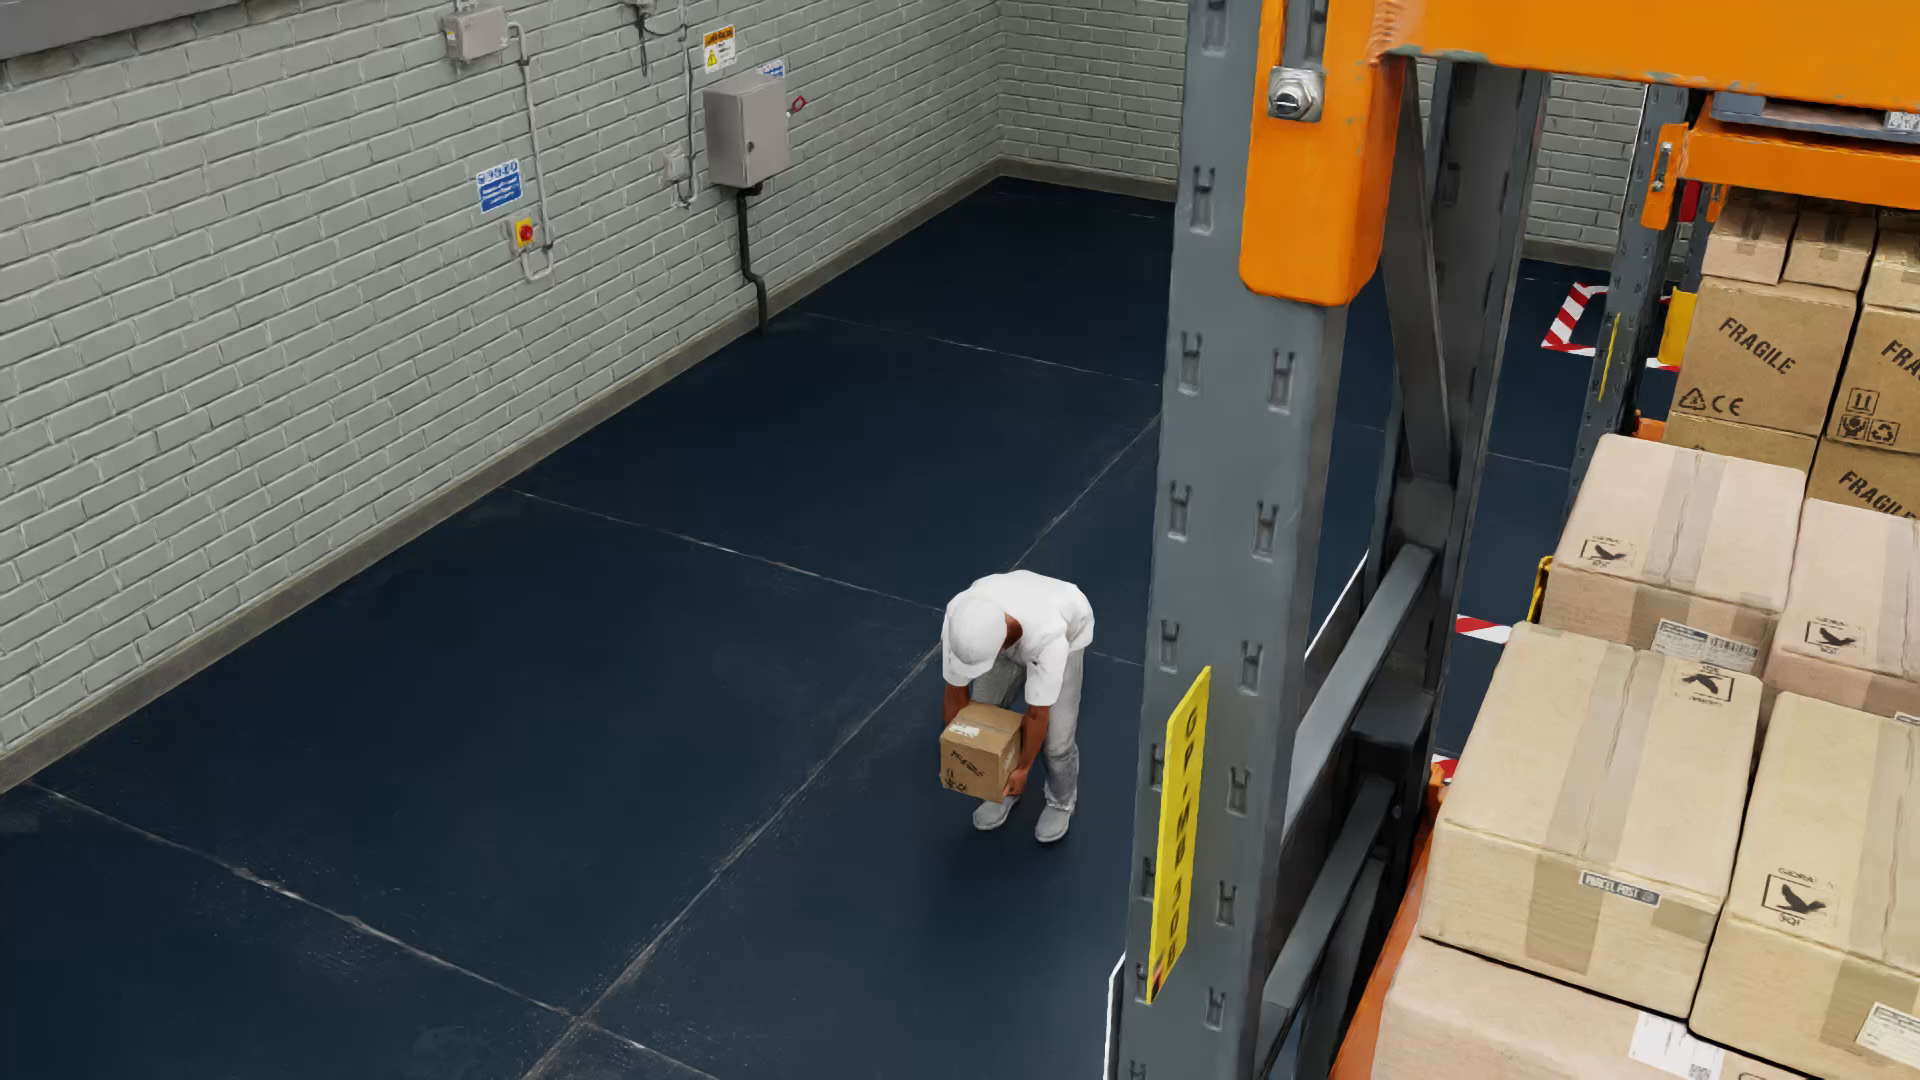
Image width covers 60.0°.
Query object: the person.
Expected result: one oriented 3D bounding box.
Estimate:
[{"bbox_3d":[0.203,0.641,6.412,0.491,1.342,0.912,13,32,22],"label":"person"}]
